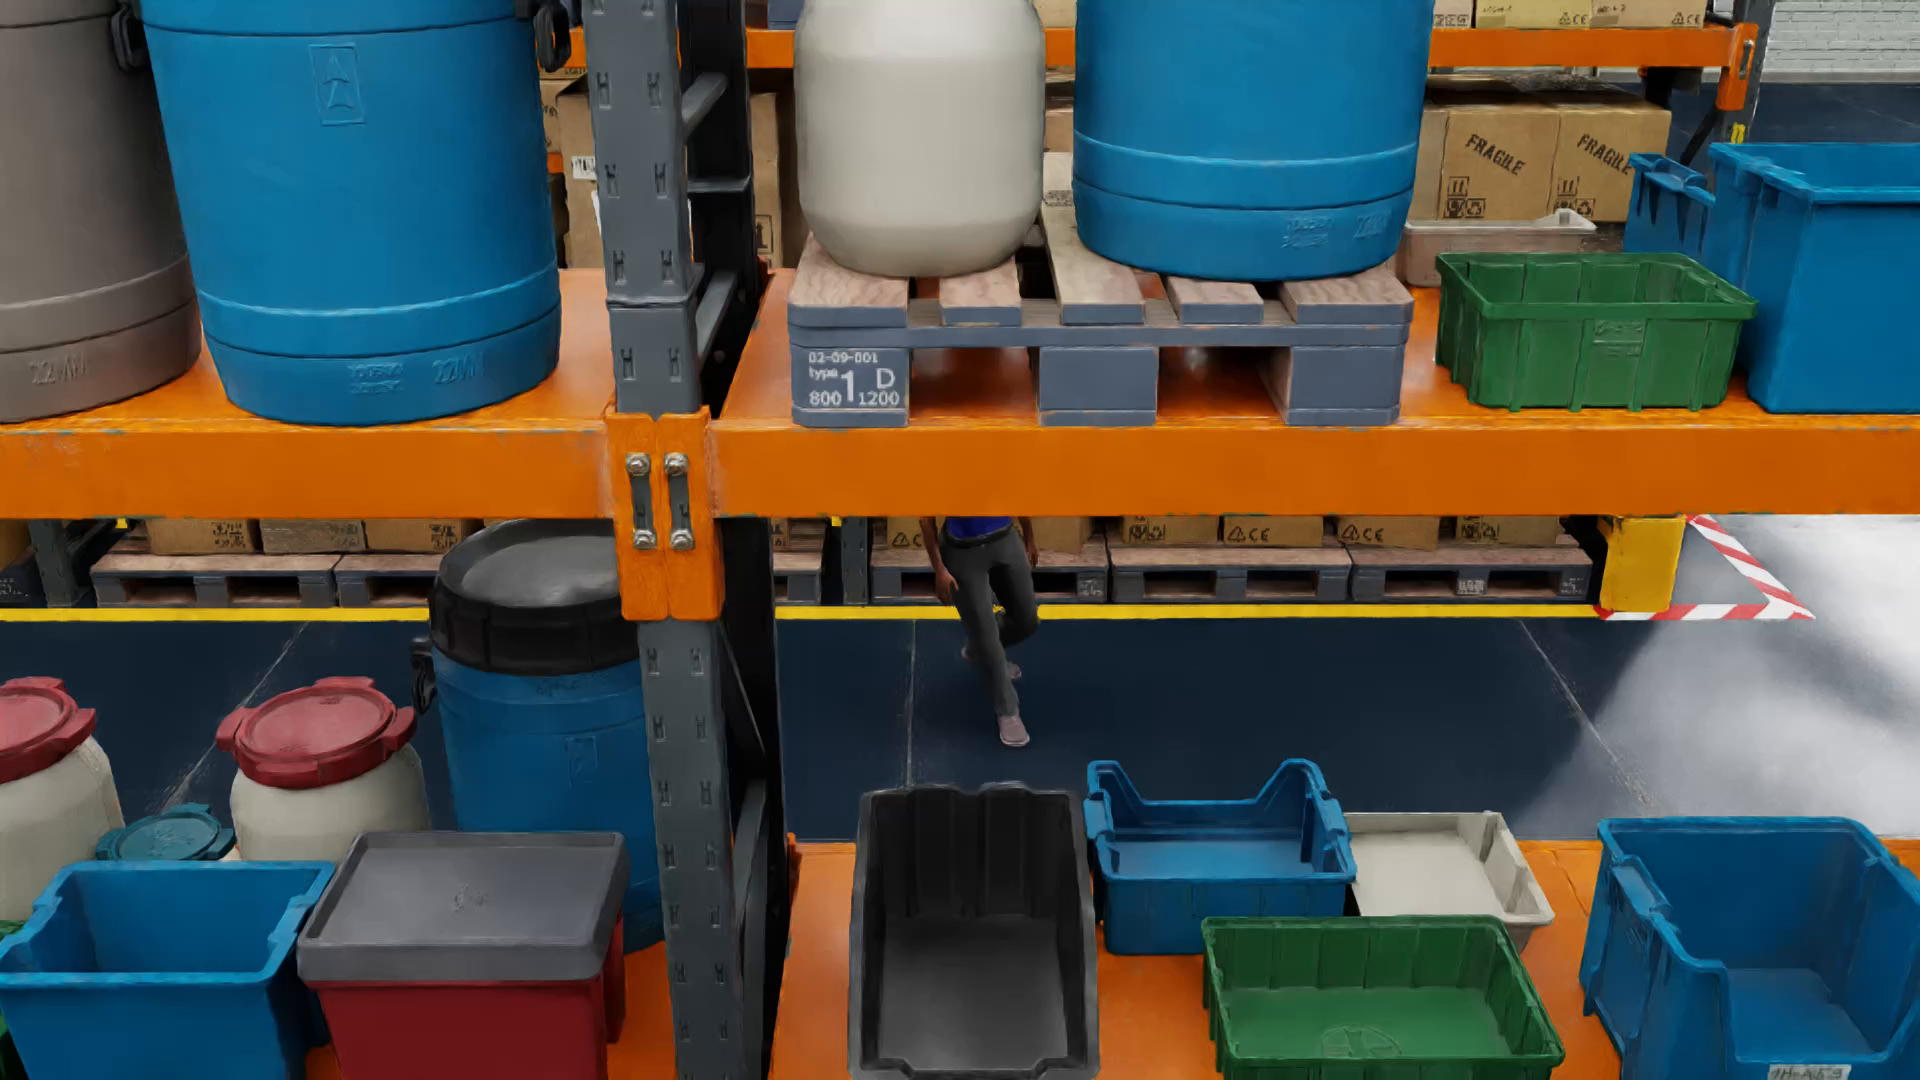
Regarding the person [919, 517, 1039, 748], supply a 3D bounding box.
[{"bbox_3d":[0.086,0.050,7.023,0.578,1.643,0.627,-12,27,-24],"label":"person"}]
